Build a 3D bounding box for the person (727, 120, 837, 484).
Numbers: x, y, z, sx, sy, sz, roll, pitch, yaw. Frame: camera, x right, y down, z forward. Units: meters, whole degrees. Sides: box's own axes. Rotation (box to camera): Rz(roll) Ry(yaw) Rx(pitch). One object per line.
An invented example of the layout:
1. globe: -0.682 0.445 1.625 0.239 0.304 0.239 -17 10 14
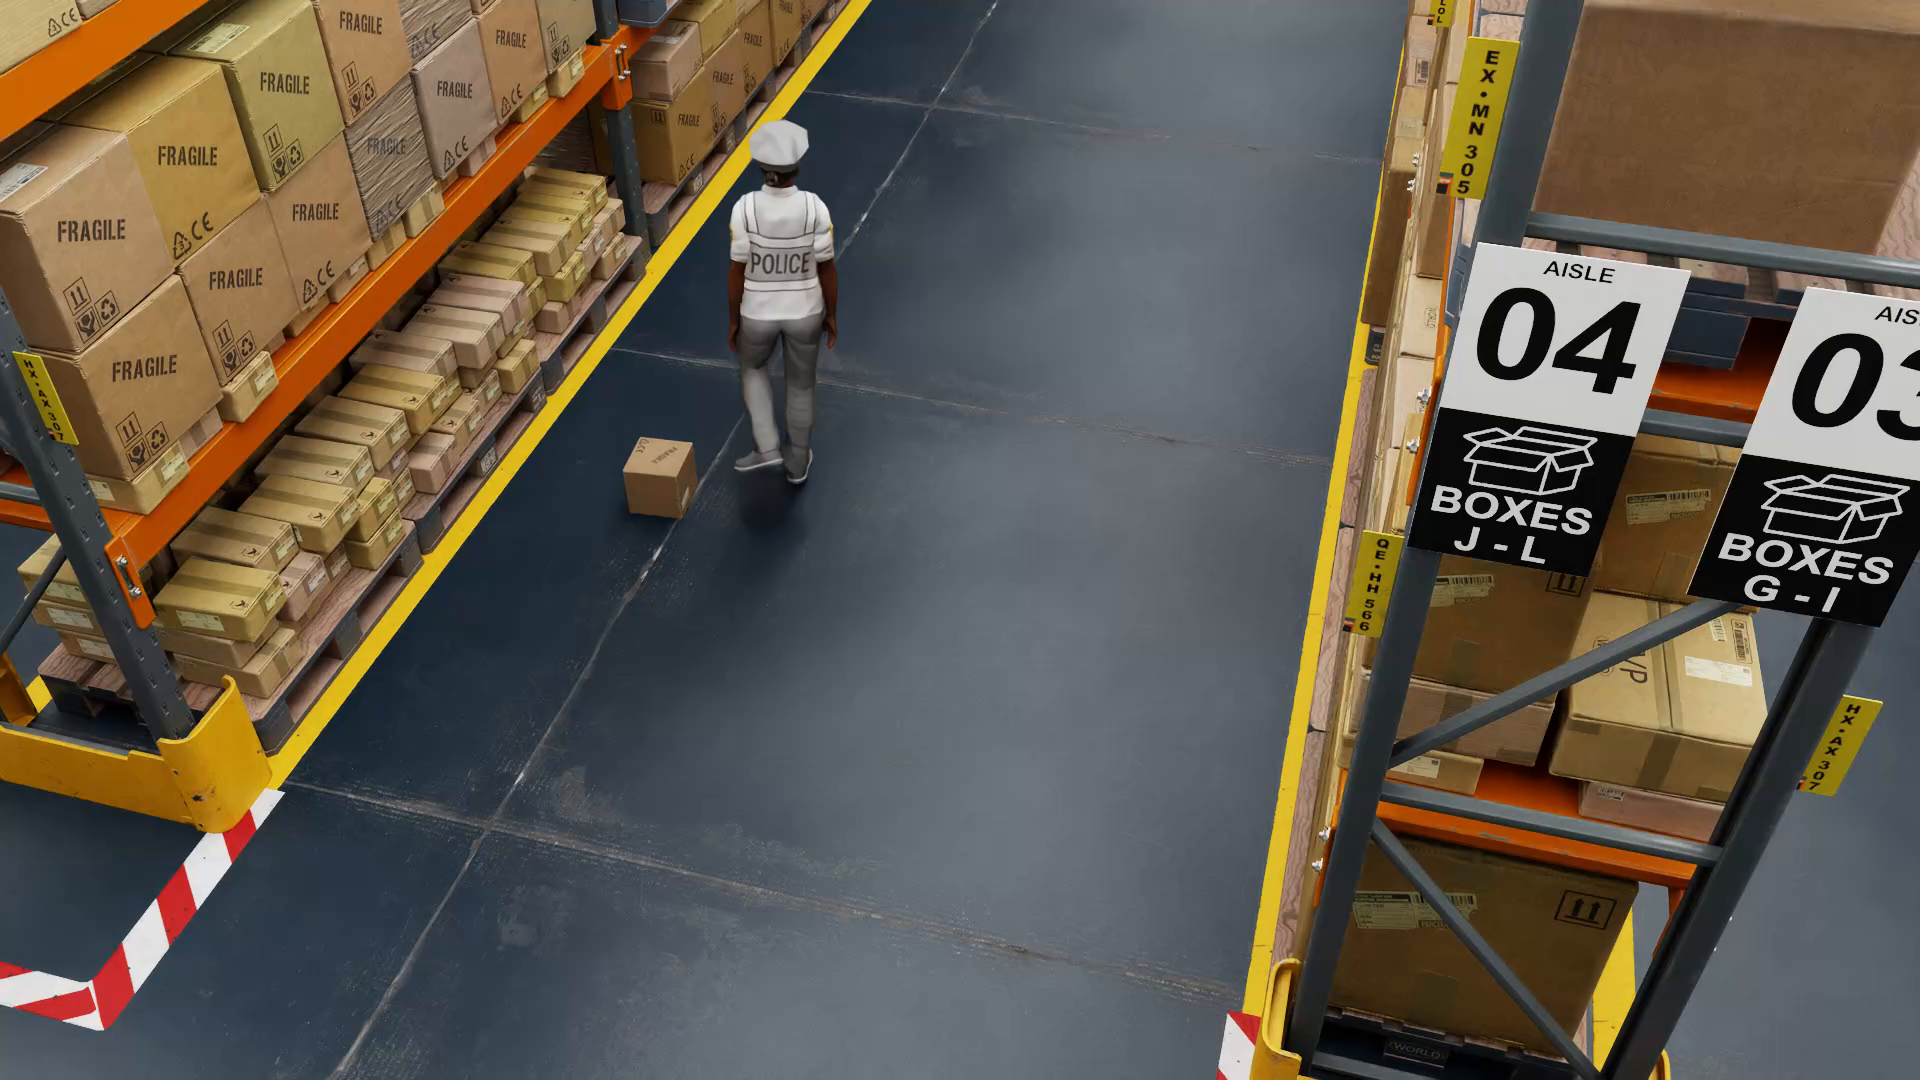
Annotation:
1. person: -0.784 -0.961 7.232 0.522 1.672 0.492 -4 41 -5
